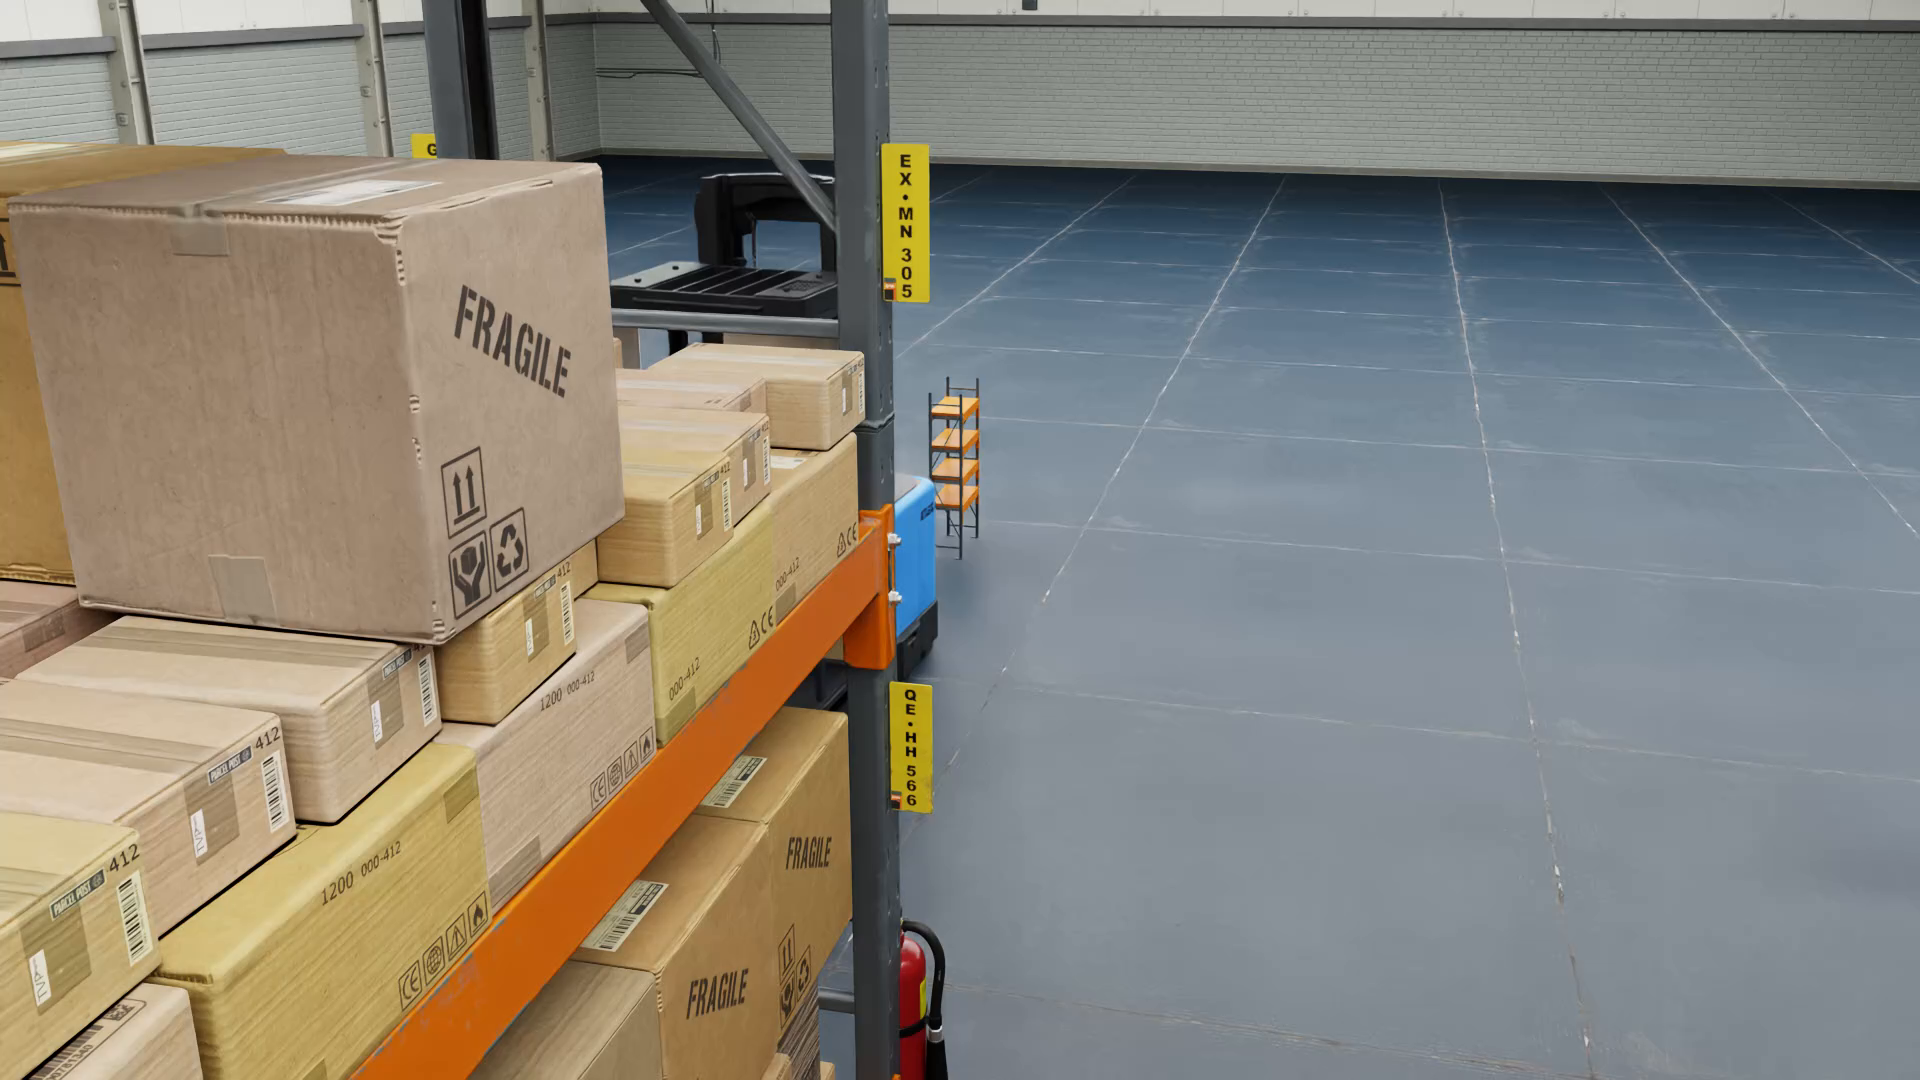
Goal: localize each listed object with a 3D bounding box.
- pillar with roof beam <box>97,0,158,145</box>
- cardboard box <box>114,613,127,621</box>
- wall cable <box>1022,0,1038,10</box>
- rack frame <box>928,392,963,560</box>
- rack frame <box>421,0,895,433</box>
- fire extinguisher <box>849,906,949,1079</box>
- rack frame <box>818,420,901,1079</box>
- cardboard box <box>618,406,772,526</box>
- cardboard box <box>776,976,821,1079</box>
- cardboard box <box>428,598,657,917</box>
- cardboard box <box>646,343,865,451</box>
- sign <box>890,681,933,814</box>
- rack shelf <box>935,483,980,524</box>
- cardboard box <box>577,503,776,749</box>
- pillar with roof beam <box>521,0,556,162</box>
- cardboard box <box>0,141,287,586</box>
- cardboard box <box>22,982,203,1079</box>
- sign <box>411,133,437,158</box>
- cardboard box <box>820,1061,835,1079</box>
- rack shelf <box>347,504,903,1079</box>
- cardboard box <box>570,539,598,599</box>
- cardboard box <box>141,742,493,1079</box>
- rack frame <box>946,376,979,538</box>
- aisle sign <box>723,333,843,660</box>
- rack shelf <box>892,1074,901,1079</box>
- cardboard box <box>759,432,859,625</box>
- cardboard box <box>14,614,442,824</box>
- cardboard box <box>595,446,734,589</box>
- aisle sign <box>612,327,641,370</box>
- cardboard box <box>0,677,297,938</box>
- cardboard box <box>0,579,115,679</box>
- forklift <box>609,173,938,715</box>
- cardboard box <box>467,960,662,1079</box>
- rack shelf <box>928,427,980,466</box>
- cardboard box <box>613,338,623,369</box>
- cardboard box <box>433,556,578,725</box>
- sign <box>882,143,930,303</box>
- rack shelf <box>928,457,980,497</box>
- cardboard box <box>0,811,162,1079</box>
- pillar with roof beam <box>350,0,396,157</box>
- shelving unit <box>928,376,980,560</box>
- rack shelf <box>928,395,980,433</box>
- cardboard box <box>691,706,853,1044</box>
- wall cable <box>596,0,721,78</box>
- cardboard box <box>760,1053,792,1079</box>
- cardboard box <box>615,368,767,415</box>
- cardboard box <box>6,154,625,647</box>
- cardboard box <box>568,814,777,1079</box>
[{"bbox_3d":[-7.541,-8.037,21.796,9.100,9.000,0.400,5,19,13],"label":"pillar with roof beam"},{"bbox_3d":[-1.288,0.066,2.328,0.380,0.149,0.250,4,19,11],"label":"cardboard box"},{"bbox_3d":[2.420,-13.812,33.441,2.305,6.003,0.169,5,19,13],"label":"wall cable"},{"bbox_3d":[-0.100,-0.439,11.618,0.240,1.200,0.015,5,19,13],"label":"rack frame"},{"bbox_3d":[-0.646,-1.709,3.269,1.000,3.000,0.127,5,19,13],"label":"rack frame"},{"bbox_3d":[-0.171,1.167,4.249,0.296,0.674,0.183,5,19,13],"label":"fire extinguisher"},{"bbox_3d":[-0.646,1.130,4.238,1.000,3.000,0.127,5,19,13],"label":"rack frame"},{"bbox_3d":[-0.549,-0.129,2.898,0.380,0.149,0.250,4,19,11],"label":"cardboard box"},{"bbox_3d":[-0.807,1.112,3.676,0.875,0.500,0.500,5,19,13],"label":"cardboard box"},{"bbox_3d":[-0.770,0.269,2.349,0.500,0.250,0.500,5,20,15],"label":"cardboard box"},{"bbox_3d":[-0.411,-0.295,3.386,0.380,0.149,0.250,5,19,13],"label":"cardboard box"},{"bbox_3d":[-0.112,0.483,3.853,0.100,0.325,0.005,5,19,13],"label":"sign"},{"bbox_3d":[-0.040,-0.264,11.928,0.258,0.148,0.480,5,19,13],"label":"rack shelf"},{"bbox_3d":[-0.636,0.110,2.818,0.500,0.250,0.500,5,19,14],"label":"cardboard box"},{"bbox_3d":[-4.609,-11.798,32.807,9.100,9.000,0.400,5,19,13],"label":"pillar with roof beam"},{"bbox_3d":[-1.270,-0.270,2.308,0.500,0.500,0.500,5,19,13],"label":"cardboard box"},{"bbox_3d":[-1.009,0.593,1.401,0.500,0.250,0.500,4,19,11],"label":"cardboard box"},{"bbox_3d":[-1.172,-0.746,3.737,0.100,0.325,0.005,5,19,13],"label":"sign"},{"bbox_3d":[-0.515,1.355,3.970,0.380,0.149,0.250,5,19,13],"label":"cardboard box"},{"bbox_3d":[-1.134,0.678,2.034,1.077,0.370,4.000,5,19,13],"label":"rack shelf"},{"bbox_3d":[-0.768,0.020,2.464,0.380,0.149,0.250,5,19,14],"label":"cardboard box"},{"bbox_3d":[-0.888,0.428,1.887,0.500,0.250,0.500,4,19,12],"label":"cardboard box"},{"bbox_3d":[0.019,-0.592,12.066,0.240,1.200,0.015,5,19,13],"label":"rack frame"},{"bbox_3d":[-0.340,-0.096,3.806,0.394,0.787,0.004,5,19,13],"label":"aisle sign"},{"bbox_3d":[-1.134,2.097,2.519,1.077,0.370,4.000,5,19,13],"label":"rack shelf"},{"bbox_3d":[-0.517,-0.047,3.276,0.500,0.250,0.500,5,20,15],"label":"cardboard box"},{"bbox_3d":[-0.848,0.194,1.953,0.380,0.149,0.250,4,19,11],"label":"cardboard box"},{"bbox_3d":[-0.587,-0.048,2.662,0.380,0.149,0.250,5,19,14],"label":"cardboard box"},{"bbox_3d":[-0.921,-0.143,3.944,0.394,0.787,0.004,5,19,13],"label":"aisle sign"},{"bbox_3d":[-0.933,0.274,1.719,0.380,0.149,0.250,5,20,15],"label":"cardboard box"},{"bbox_3d":[-1.304,0.148,2.089,0.380,0.149,0.250,4,19,13],"label":"cardboard box"},{"bbox_3d":[-1.101,-0.348,8.673,1.130,2.935,3.031,6,20,18],"label":"forklift"},{"bbox_3d":[-0.782,0.974,2.532,0.500,0.500,0.500,5,19,13],"label":"cardboard box"},{"bbox_3d":[-0.040,-0.664,11.791,0.258,0.148,0.480,5,19,13],"label":"rack shelf"},{"bbox_3d":[-0.937,-0.339,3.514,0.380,0.149,0.250,5,19,13],"label":"cardboard box"},{"bbox_3d":[-0.736,0.112,2.194,0.380,0.149,0.250,4,19,11],"label":"cardboard box"},{"bbox_3d":[-0.112,-0.658,3.464,0.100,0.325,0.005,5,19,13],"label":"sign"},{"bbox_3d":[-0.040,-0.452,11.863,0.258,0.148,0.480,5,19,13],"label":"rack shelf"},{"bbox_3d":[-0.963,0.357,1.475,0.380,0.149,0.250,4,19,12],"label":"cardboard box"},{"bbox_3d":[-6.075,-9.918,27.302,9.100,9.000,0.400,5,19,13],"label":"pillar with roof beam"},{"bbox_3d":[-0.040,-0.516,11.842,0.258,1.200,0.503,5,19,13],"label":"shelving unit"},{"bbox_3d":[-0.040,-0.888,11.715,0.258,0.148,0.480,5,19,13],"label":"rack shelf"},{"bbox_3d":[-0.540,0.661,3.451,0.500,0.500,0.500,5,19,13],"label":"cardboard box"},{"bbox_3d":[-6.782,-11.488,36.702,3.097,2.526,0.112,5,19,13],"label":"wall cable"},{"bbox_3d":[-0.812,1.278,3.189,0.875,0.500,0.500,5,19,13],"label":"cardboard box"},{"bbox_3d":[-0.588,-0.223,3.174,0.380,0.149,0.250,4,19,12],"label":"cardboard box"},{"bbox_3d":[-0.779,-0.208,2.127,0.500,0.500,0.500,5,19,13],"label":"cardboard box"},{"bbox_3d":[-0.657,0.818,2.990,0.500,0.500,0.500,5,19,13],"label":"cardboard box"}]
